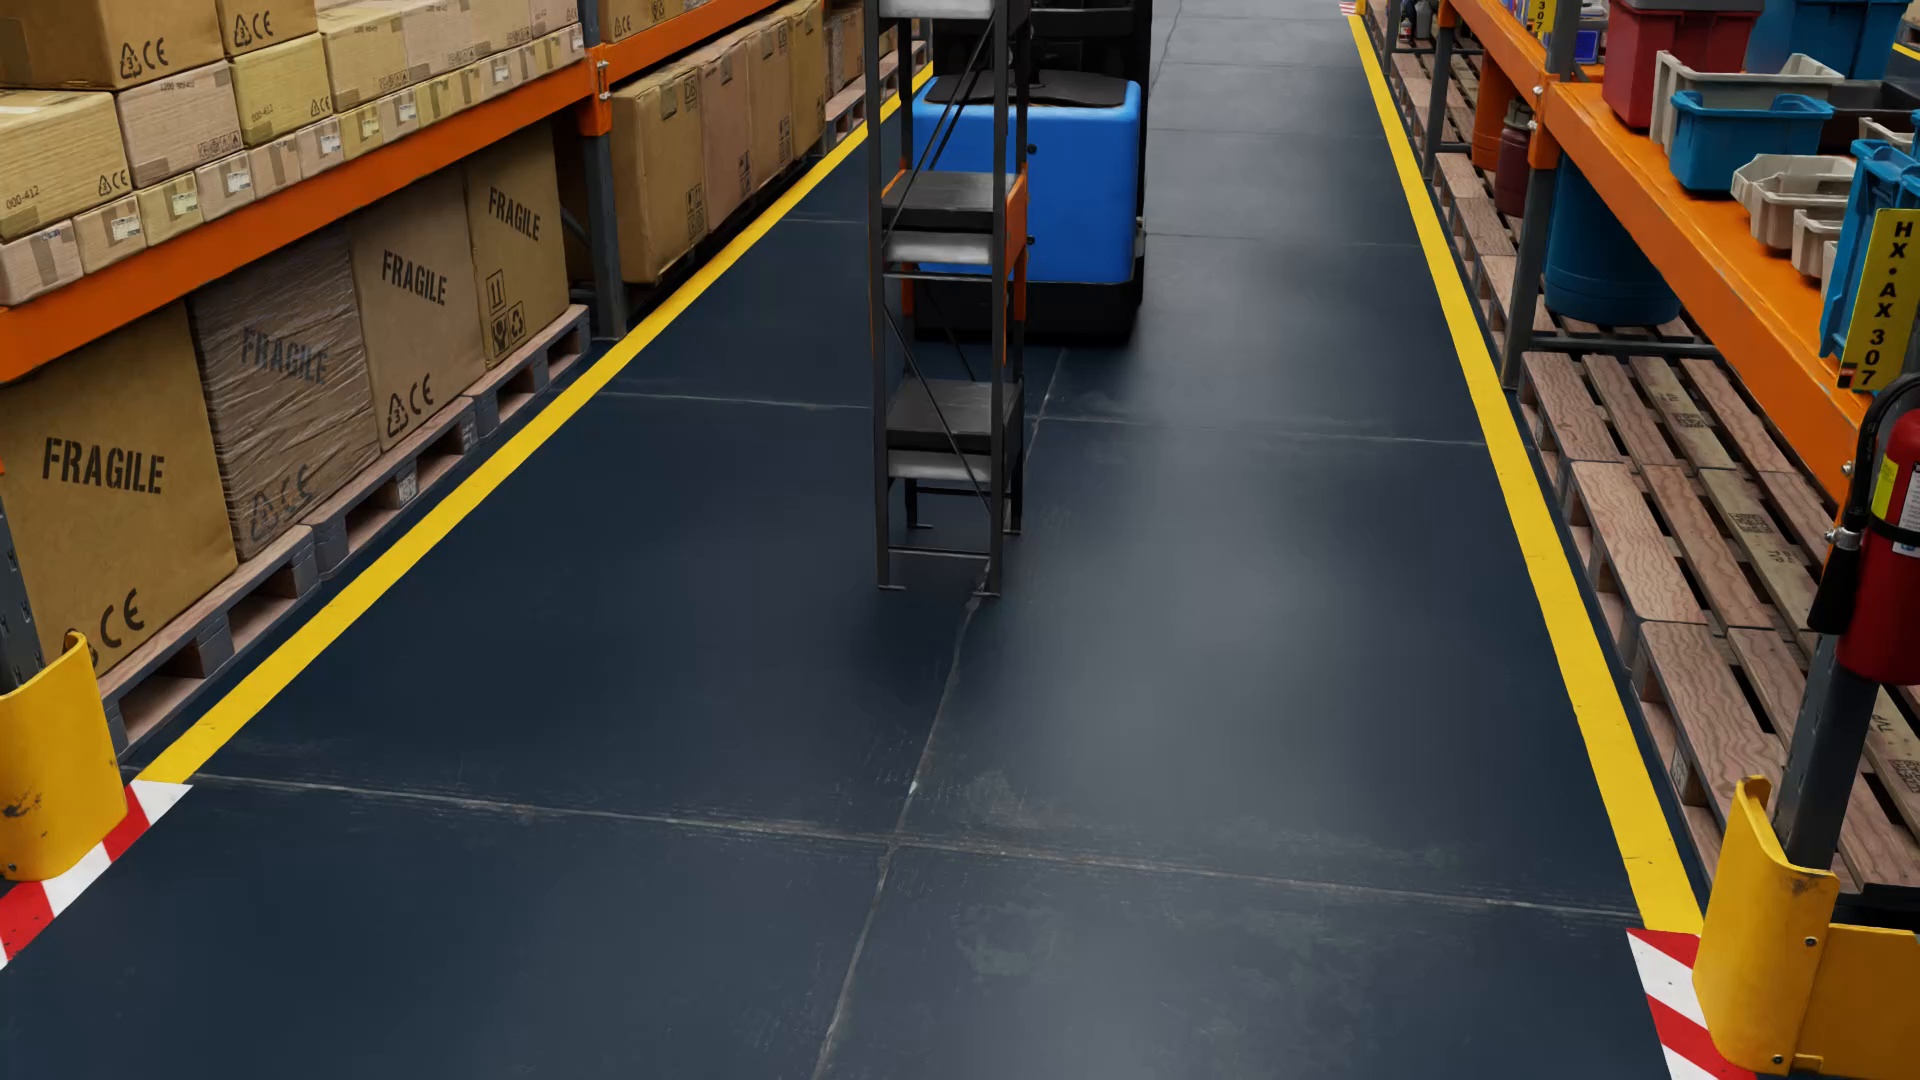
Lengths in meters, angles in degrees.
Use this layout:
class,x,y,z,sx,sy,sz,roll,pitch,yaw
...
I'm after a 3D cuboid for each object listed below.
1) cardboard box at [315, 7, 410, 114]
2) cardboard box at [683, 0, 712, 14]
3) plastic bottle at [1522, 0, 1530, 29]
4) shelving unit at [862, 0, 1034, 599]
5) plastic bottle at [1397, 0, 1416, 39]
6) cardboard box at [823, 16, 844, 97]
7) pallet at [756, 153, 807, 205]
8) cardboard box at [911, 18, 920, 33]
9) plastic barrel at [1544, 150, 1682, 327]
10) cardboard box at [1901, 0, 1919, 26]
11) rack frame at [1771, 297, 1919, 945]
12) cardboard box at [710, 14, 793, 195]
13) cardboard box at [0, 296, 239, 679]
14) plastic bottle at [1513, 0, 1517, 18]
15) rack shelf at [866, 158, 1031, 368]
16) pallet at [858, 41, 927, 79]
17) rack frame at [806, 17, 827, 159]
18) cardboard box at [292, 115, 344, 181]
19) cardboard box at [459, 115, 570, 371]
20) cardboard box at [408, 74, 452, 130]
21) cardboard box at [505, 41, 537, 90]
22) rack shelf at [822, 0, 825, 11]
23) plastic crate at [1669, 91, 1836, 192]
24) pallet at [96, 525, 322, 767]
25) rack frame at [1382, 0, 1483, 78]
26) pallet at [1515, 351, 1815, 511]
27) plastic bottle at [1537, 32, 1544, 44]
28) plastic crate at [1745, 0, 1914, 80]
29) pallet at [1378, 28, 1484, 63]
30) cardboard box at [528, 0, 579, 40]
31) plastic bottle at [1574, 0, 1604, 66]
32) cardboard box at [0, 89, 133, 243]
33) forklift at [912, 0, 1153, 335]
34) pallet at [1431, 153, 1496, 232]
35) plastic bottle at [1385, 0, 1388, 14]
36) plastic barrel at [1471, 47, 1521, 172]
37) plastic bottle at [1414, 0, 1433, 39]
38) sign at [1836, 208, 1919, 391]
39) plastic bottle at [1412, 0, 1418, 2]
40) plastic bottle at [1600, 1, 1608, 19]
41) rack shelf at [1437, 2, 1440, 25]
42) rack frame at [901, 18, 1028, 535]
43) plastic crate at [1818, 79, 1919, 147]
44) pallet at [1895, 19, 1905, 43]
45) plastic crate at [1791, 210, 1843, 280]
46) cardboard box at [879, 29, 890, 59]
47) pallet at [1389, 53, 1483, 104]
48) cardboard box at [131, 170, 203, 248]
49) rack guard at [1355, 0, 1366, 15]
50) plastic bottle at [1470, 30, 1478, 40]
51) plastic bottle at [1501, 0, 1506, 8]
class,x,y,z,sx,sy,sz,roll,pitch,yaw
cardboard box,-2.130,-1.550,5.350,0.500,0.250,0.500,4,25,7
cardboard box,-1.580,-2.968,8.435,0.500,0.500,0.500,3,25,7
plastic bottle,2.731,-2.536,7.776,0.152,0.276,0.135,4,25,9
shelving unit,-0.027,-0.882,5.157,0.431,2.100,0.503,4,25,9
plastic bottle,3.950,-4.620,14.687,0.144,0.351,0.185,3,25,7
cardboard box,-1.243,-3.583,12.295,0.700,0.500,0.500,2,25,4
pallet,-1.614,-2.414,10.658,1.003,0.211,1.213,4,25,9
cardboard box,-0.653,-4.897,15.126,0.500,0.500,0.500,3,25,7
plastic barrel,2.927,-1.451,7.292,0.600,0.901,0.708,4,25,9
cardboard box,9.201,-4.977,15.592,0.500,0.250,0.500,4,25,9
rack frame,2.168,-0.312,2.878,1.000,3.000,0.127,4,25,9
cardboard box,-1.698,-2.570,9.712,1.225,0.875,0.875,4,25,9
cardboard box,-2.693,-0.156,4.557,0.875,0.875,0.875,4,25,9
plastic bottle,2.761,-2.650,8.107,0.097,0.201,0.097,0,25,0
rack shelf,-0.027,-0.869,5.163,0.431,0.518,0.480,4,25,9
pallet,-0.883,-4.085,14.229,1.003,0.211,1.213,4,25,9
rack frame,-1.411,-4.001,10.760,1.000,3.000,0.127,4,25,9
cardboard box,-2.127,-1.205,5.082,0.380,0.149,0.250,4,25,8
cardboard box,-2.252,-1.286,6.969,0.875,0.875,0.875,4,25,9
cardboard box,-2.001,-1.527,5.770,0.380,0.149,0.250,4,25,8
cardboard box,-1.875,-1.849,6.459,0.380,0.149,0.250,4,25,8
rack shelf,-1.084,-4.512,12.699,1.077,0.370,4.000,4,25,9
plastic crate,2.250,-1.140,4.774,0.416,0.233,0.300,4,25,9
pallet,-2.665,0.268,4.929,1.003,0.211,1.213,4,25,9
rack frame,4.129,-5.331,13.601,1.000,3.000,0.127,4,25,9
pallet,2.740,-0.412,6.381,1.003,0.211,1.213,4,25,9
plastic bottle,2.649,-2.370,7.333,0.144,0.351,0.185,4,25,9
plastic crate,3.082,-1.786,5.976,0.392,0.384,0.575,4,25,9
pallet,4.280,-4.346,14.786,1.003,0.211,1.213,4,25,9
cardboard box,-1.878,-2.192,6.721,0.500,0.250,0.500,4,25,8
plastic bottle,2.567,-2.116,6.879,0.152,0.276,0.135,4,25,9
cardboard box,-2.374,-0.904,3.969,0.500,0.250,0.500,3,25,7
forklift,0.437,-2.855,8.393,1.130,2.935,3.031,3,25,6
pallet,3.388,-2.062,9.907,1.003,0.211,1.213,4,25,9
plastic bottle,4.179,-5.231,16.086,0.097,0.271,0.097,0,25,0
plastic barrel,3.412,-2.659,9.958,0.600,0.830,0.708,4,25,9
plastic bottle,4.092,-4.610,14.666,0.144,0.351,0.185,4,25,9
sign,1.622,-0.417,2.911,0.100,0.325,0.005,4,25,9
plastic bottle,4.170,-4.865,15.291,0.061,0.283,0.133,4,25,9
plastic bottle,2.753,-2.234,7.219,0.097,0.201,0.097,0,25,0
rack shelf,3.802,-4.169,11.966,1.077,0.370,4.000,4,25,9
rack frame,0.013,-0.984,5.375,0.400,2.100,0.015,4,25,9
plastic crate,2.904,-1.401,5.458,0.437,0.125,0.590,4,25,9
pallet,9.585,-5.074,16.340,1.003,0.211,1.213,4,25,9
plastic crate,2.184,-0.694,3.934,0.396,0.136,0.243,4,25,9
cardboard box,-0.976,-4.288,13.802,0.700,0.500,0.500,4,25,8
pallet,4.039,-3.737,13.484,1.003,0.211,1.213,4,25,9
cardboard box,-2.253,-0.882,4.391,0.380,0.149,0.250,3,25,7
rack guard,4.817,-5.837,17.630,1.175,0.500,0.348,4,25,9
plastic bottle,4.534,-4.547,14.611,0.061,0.283,0.133,4,25,9
plastic bottle,2.859,-2.863,8.475,0.152,0.276,0.135,4,25,9
